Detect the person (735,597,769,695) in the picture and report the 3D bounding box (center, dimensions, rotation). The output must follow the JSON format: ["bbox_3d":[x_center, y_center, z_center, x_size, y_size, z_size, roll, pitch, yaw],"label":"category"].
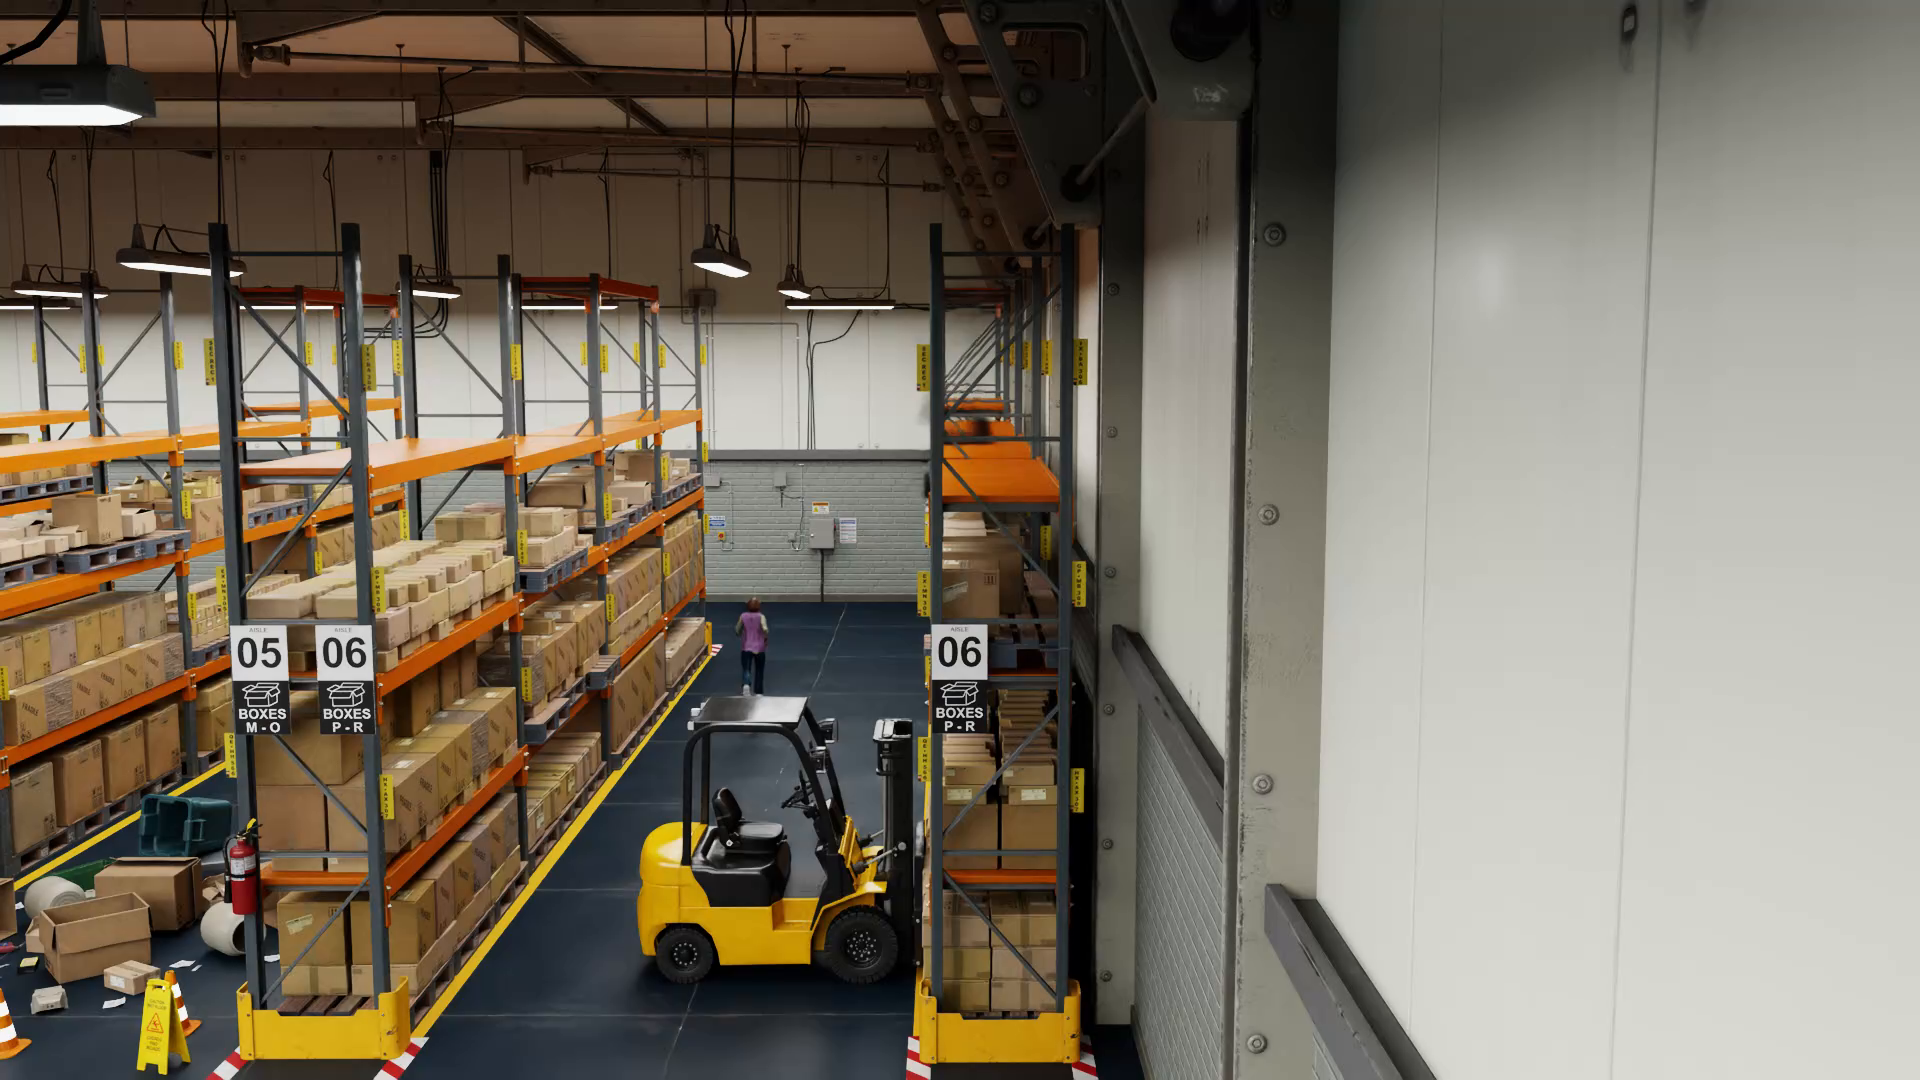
[{"bbox_3d":[-2.979,1.563,23.818,0.509,1.478,0.881,0,7,-1],"label":"person"}]

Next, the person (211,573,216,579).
[{"bbox_3d":[-11.451,1.336,25.658,0.648,1.687,0.590,0,7,3],"label":"person"}]
